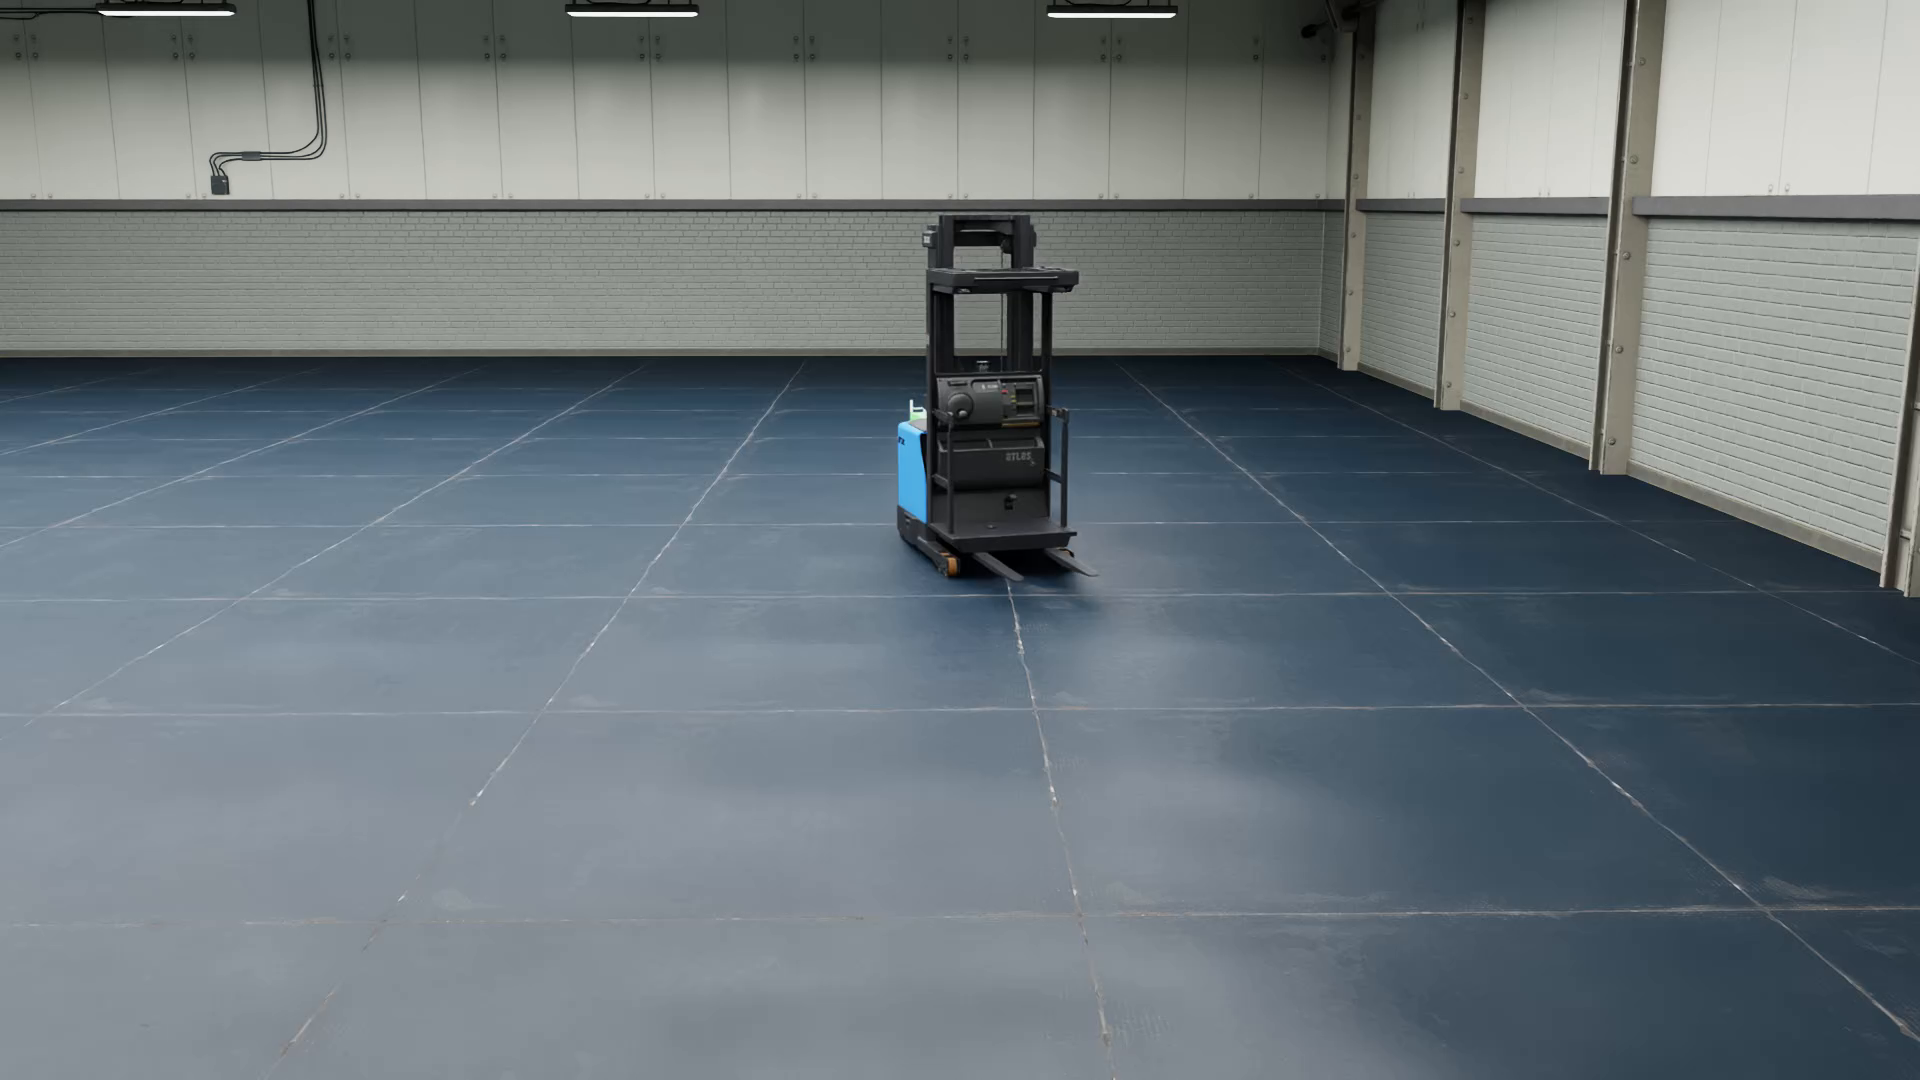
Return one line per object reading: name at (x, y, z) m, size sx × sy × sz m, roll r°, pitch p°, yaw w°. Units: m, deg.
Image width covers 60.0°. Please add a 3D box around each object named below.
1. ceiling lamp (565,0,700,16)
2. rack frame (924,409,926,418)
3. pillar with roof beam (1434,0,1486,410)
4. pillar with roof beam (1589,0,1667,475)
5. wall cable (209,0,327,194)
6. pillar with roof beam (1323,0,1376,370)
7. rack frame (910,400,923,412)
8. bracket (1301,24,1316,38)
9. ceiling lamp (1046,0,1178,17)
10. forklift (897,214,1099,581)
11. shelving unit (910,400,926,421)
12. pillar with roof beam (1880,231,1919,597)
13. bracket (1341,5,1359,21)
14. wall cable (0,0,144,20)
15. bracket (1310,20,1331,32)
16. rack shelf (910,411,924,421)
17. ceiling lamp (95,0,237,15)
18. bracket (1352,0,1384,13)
ceiling lamp at (-5.010, -9.622, 25.364) m, size 2.000 × 3.185 × 0.800 m, roll 0°, pitch 11°, yaw -1°
rack frame at (-0.219, -0.656, 15.465) m, size 0.240 × 1.200 × 0.015 m, roll -3°, pitch 12°, yaw -16°
pillar with roof beam at (3.028, -6.370, 24.014) m, size 9.100 × 9.000 × 0.400 m, roll 0°, pitch 11°, yaw -1°
pillar with roof beam at (3.152, -5.177, 18.135) m, size 9.100 × 9.000 × 0.400 m, roll 0°, pitch 11°, yaw -1°
wall cable at (-13.532, -9.744, 32.094) m, size 2.305 × 6.003 × 0.169 m, roll 0°, pitch 11°, yaw -1°
pillar with roof beam at (2.904, -7.562, 29.893) m, size 9.100 × 9.000 × 0.548 m, roll 0°, pitch 11°, yaw -1°
rack frame at (-0.356, -0.749, 15.924) m, size 0.240 × 1.200 × 0.015 m, roll -3°, pitch 12°, yaw -16°
bracket at (6.796, -9.896, 32.343) m, size 0.235 × 0.232 × 0.430 m, roll 0°, pitch 11°, yaw -1°
ceiling lamp at (2.329, -9.652, 25.513) m, size 2.000 × 3.185 × 0.800 m, roll 0°, pitch 11°, yaw -1°
forklift at (0.322, -1.217, 13.879) m, size 1.130 × 2.935 × 3.031 m, roll -3°, pitch 12°, yaw -16°
shelving unit at (-0.288, -0.702, 15.694) m, size 0.258 × 1.200 × 0.503 m, roll -3°, pitch 12°, yaw -16°
pillar with roof beam at (3.276, -3.984, 12.256) m, size 9.100 × 9.000 × 0.400 m, roll 0°, pitch 11°, yaw -1°
bracket at (6.862, -9.260, 29.208) m, size 0.235 × 0.232 × 0.430 m, roll 0°, pitch 11°, yaw -1°
wall cable at (-17.225, -11.248, 31.727) m, size 3.097 × 2.526 × 0.112 m, roll 0°, pitch 11°, yaw -1°
bracket at (6.808, -9.779, 31.765) m, size 0.076 × 0.066 × 3.189 m, roll 0°, pitch 11°, yaw -1°
rack shelf at (-0.288, -1.110, 15.612) m, size 0.258 × 0.148 × 0.480 m, roll -3°, pitch 12°, yaw -16°
ceiling lamp at (-12.068, -9.593, 25.221) m, size 2.000 × 3.185 × 0.800 m, roll 0°, pitch 11°, yaw -1°
bracket at (6.915, -8.748, 26.684) m, size 0.076 × 0.066 × 4.783 m, roll 0°, pitch 11°, yaw -1°
